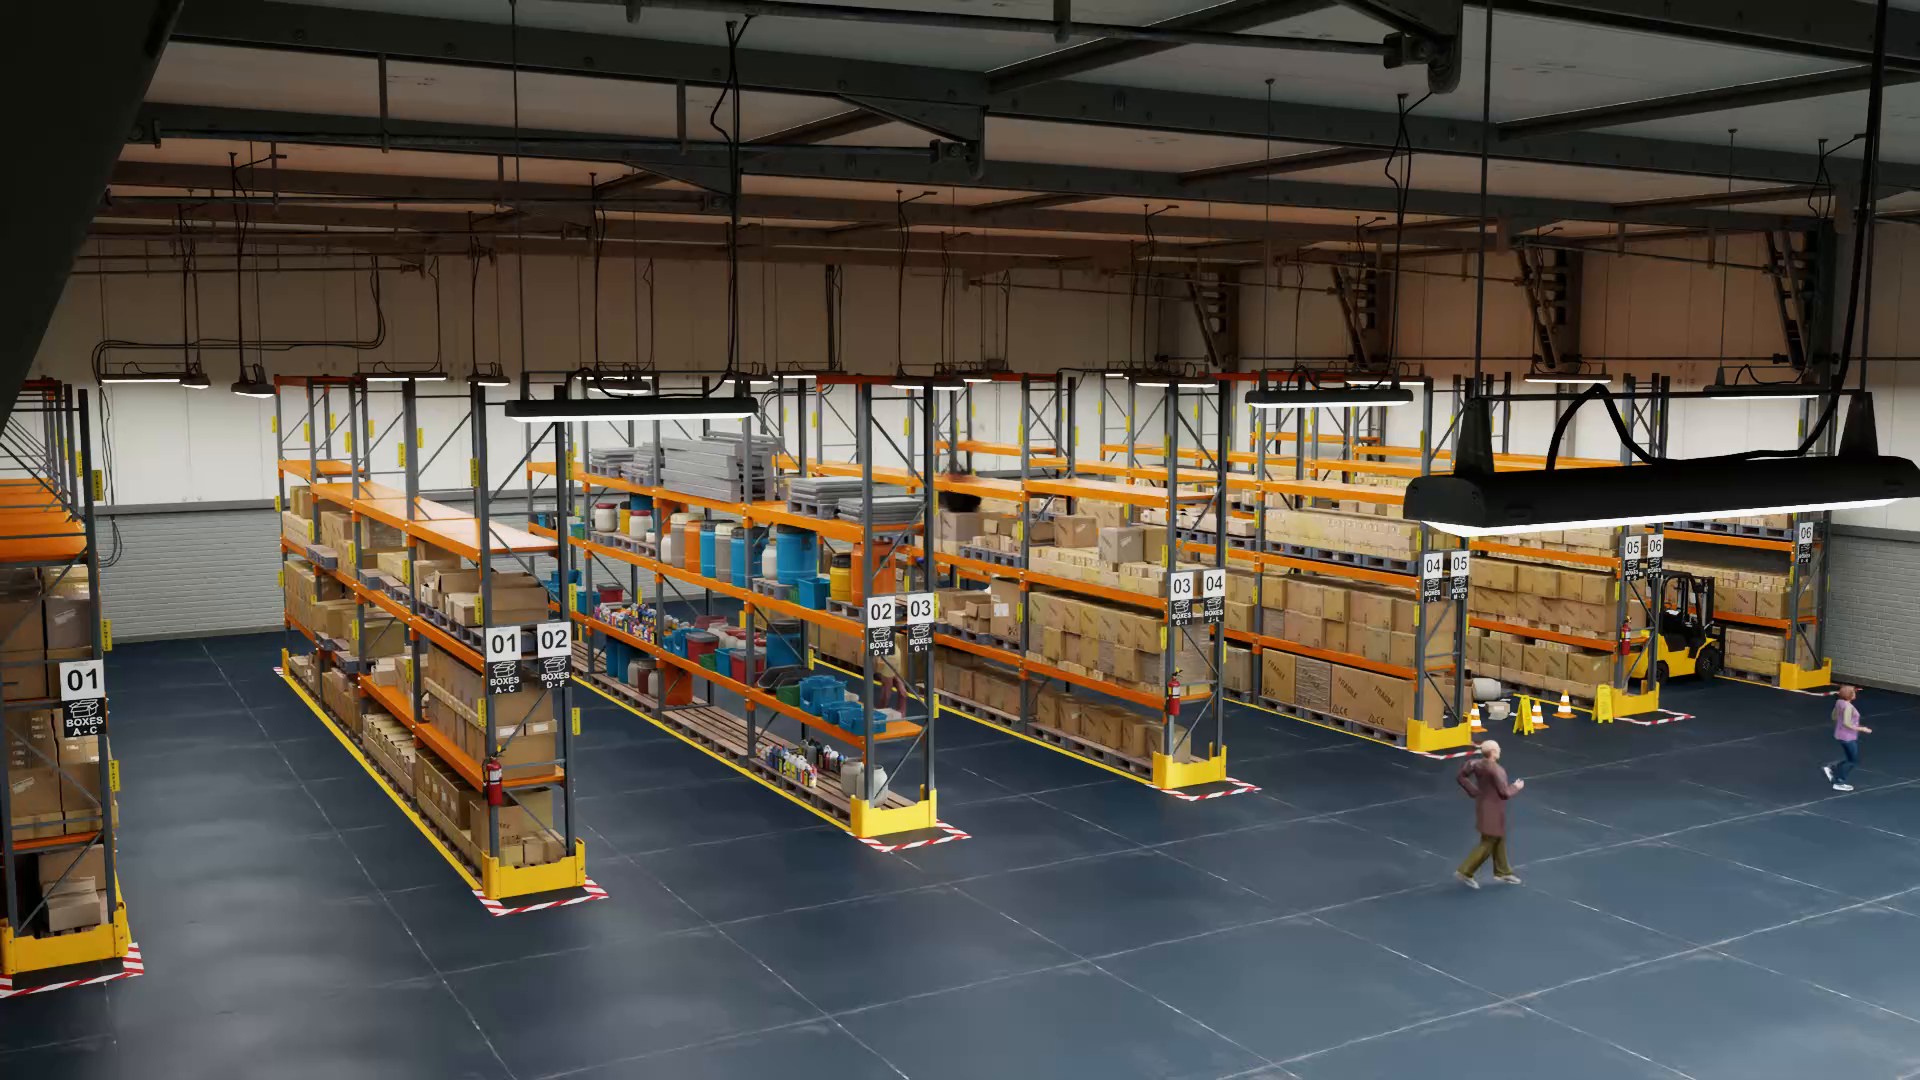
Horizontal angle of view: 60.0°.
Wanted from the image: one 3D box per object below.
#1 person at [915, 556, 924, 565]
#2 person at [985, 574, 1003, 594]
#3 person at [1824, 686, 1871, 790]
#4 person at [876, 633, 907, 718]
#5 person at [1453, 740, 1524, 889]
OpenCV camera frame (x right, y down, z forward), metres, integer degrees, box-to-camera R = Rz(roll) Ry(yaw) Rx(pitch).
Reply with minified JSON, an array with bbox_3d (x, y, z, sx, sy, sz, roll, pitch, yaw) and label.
[{"bbox_3d":[-1.094,0.951,41.714,0.861,1.638,0.669,-5,8,-36],"label":"person"},{"bbox_3d":[0.812,1.565,35.848,0.708,1.723,0.585,-4,7,-31],"label":"person"},{"bbox_3d":[12.997,2.897,24.343,0.551,1.552,0.530,2,6,15],"label":"person"},{"bbox_3d":[-1.212,2.369,28.666,0.563,1.726,0.778,-5,8,-37],"label":"person"},{"bbox_3d":[6.296,3.256,19.744,0.950,1.790,0.701,-1,6,-11],"label":"person"}]
